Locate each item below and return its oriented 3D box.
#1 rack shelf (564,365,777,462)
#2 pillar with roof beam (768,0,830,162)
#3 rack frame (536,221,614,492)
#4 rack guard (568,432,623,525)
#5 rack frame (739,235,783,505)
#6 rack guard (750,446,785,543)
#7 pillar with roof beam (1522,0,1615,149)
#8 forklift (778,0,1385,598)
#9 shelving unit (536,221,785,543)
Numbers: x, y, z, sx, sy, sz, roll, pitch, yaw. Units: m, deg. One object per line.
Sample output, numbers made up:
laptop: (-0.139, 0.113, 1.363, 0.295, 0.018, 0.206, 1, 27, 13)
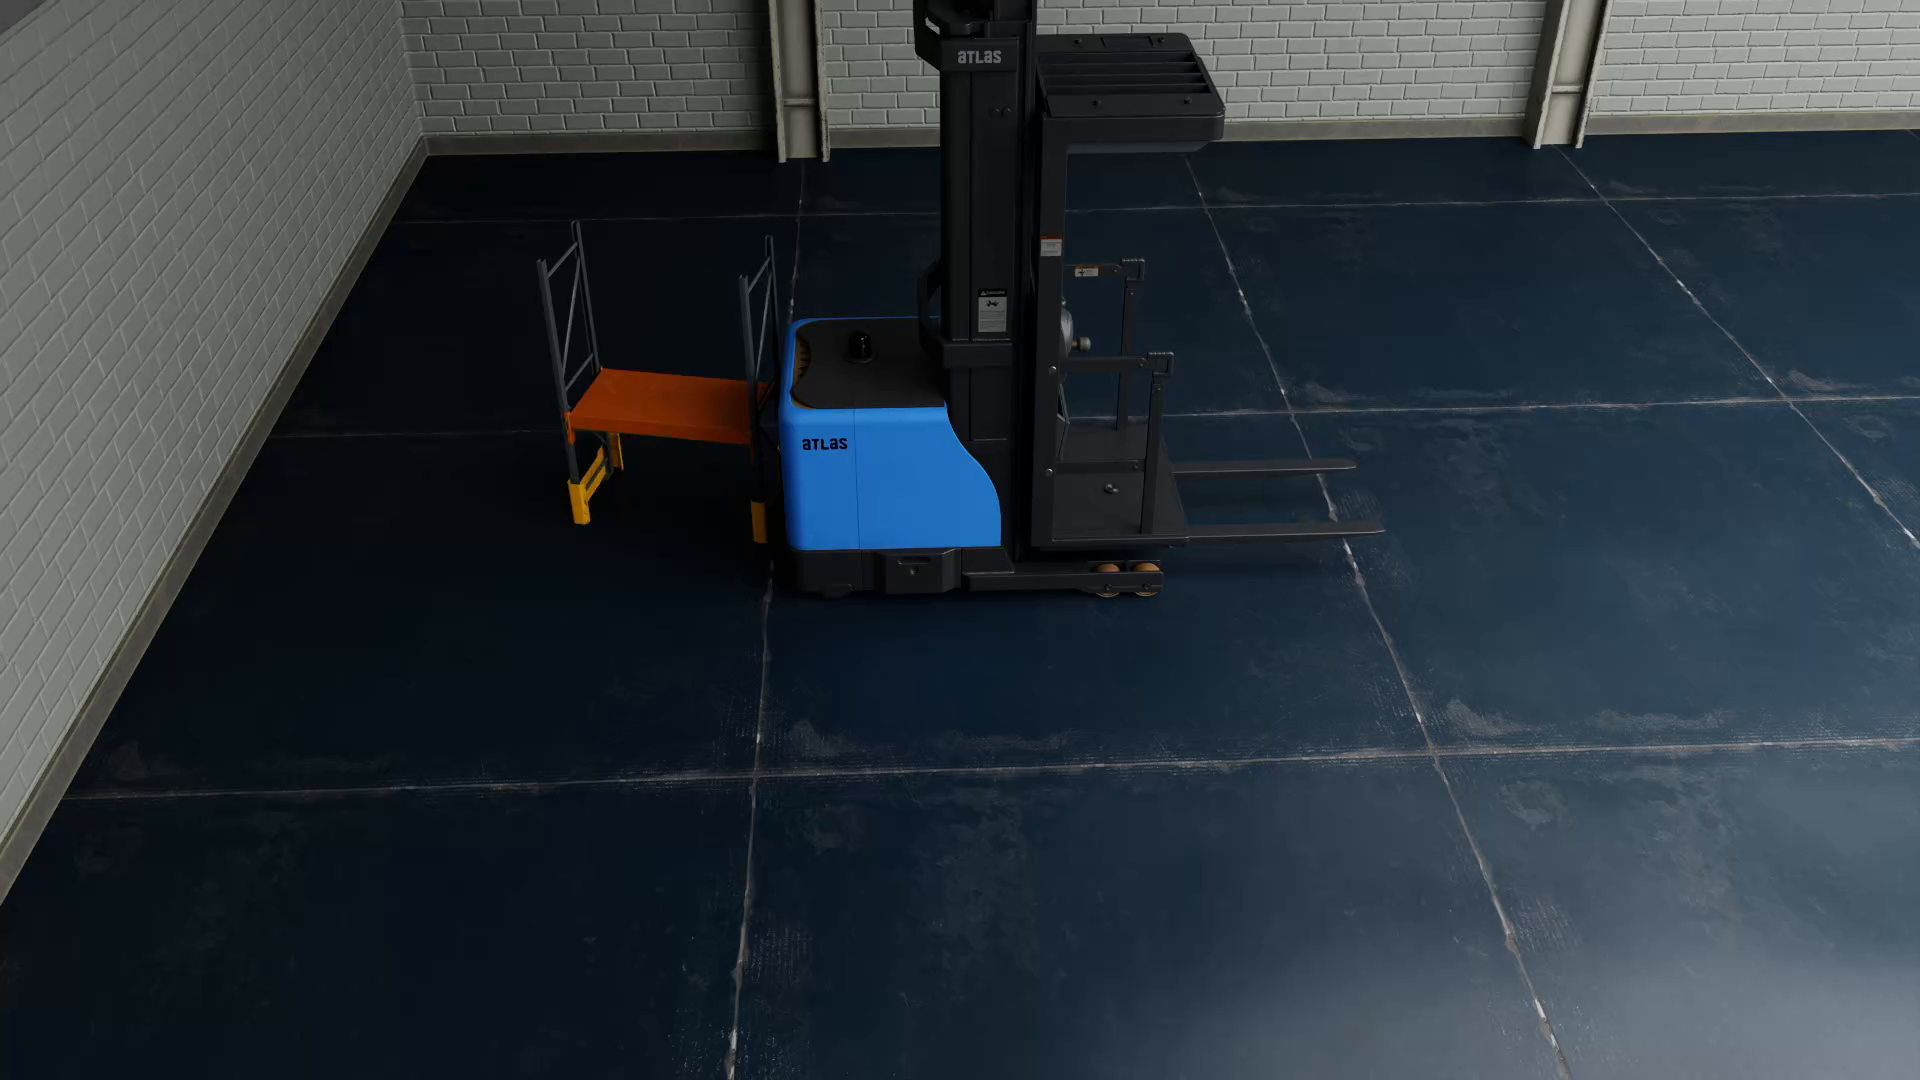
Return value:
rack shelf: (-1.495, -0.669, 8.715, 1.000, 0.185, 0.538, 6, 35, 8)
pillar with roof beam: (-1.029, -4.305, 7.063, 0.400, 9.000, 9.100, -2, 35, -2)
rack frame: (-1.996, -0.868, 8.686, 0.032, 1.500, 0.500, 6, 35, 8)
rack guard: (-1.977, -0.352, 9.039, 0.087, 0.250, 0.587, 6, 35, 8)
rack frame: (-0.995, -0.766, 8.539, 0.032, 1.500, 0.500, 6, 35, 8)
rack guard: (-0.996, -0.252, 8.895, 0.087, 0.250, 0.587, 6, 35, 8)
pillar with roof beam: (4.965, -4.467, 7.296, 0.400, 9.000, 9.100, -2, 35, -2)
forklift: (0.630, -1.220, 7.938, 3.031, 2.935, 1.130, -1, 35, -2)
shelving unit: (-1.486, -0.816, 8.611, 1.083, 1.500, 0.587, 6, 35, 8)
